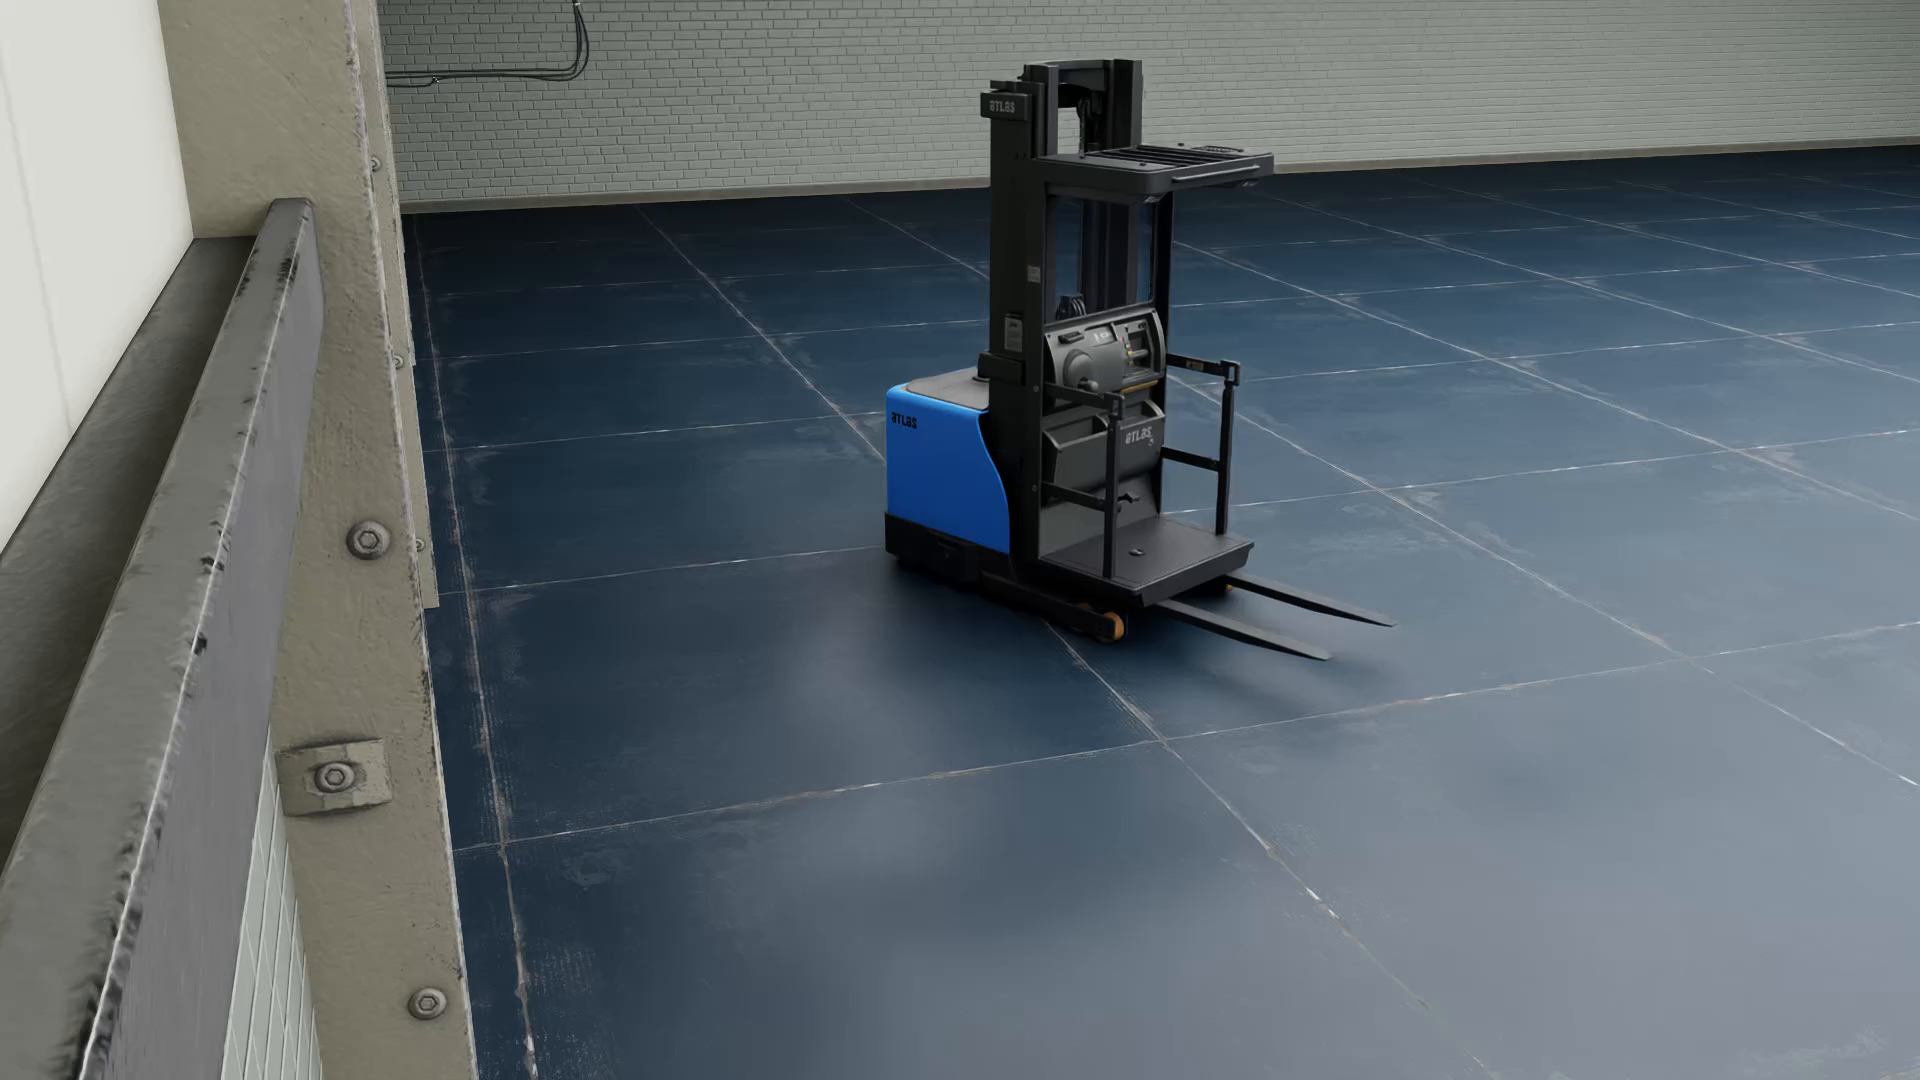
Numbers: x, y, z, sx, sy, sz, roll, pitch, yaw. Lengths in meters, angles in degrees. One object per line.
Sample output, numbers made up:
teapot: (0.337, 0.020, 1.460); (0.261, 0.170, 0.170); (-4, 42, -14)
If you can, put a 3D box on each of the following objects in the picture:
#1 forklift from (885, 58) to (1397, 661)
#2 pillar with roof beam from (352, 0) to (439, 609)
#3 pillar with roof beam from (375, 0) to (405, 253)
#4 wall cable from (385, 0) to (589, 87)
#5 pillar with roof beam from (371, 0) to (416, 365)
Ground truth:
forklift: (0.947, -1.024, 8.932); (3.031, 2.935, 1.130); (19, 27, 42)
pillar with roof beam: (0.944, -4.363, 9.251); (9.100, 9.000, 0.400); (-6, 21, -17)
pillar with roof beam: (-2.828, -8.214, 19.972); (9.100, 9.000, 0.400); (-6, 21, -17)
wall cable: (-6.585, -7.381, 22.247); (3.097, 2.526, 0.112); (-6, 21, -17)
pillar with roof beam: (-0.942, -6.288, 14.612); (9.100, 9.000, 0.400); (-6, 21, -17)
